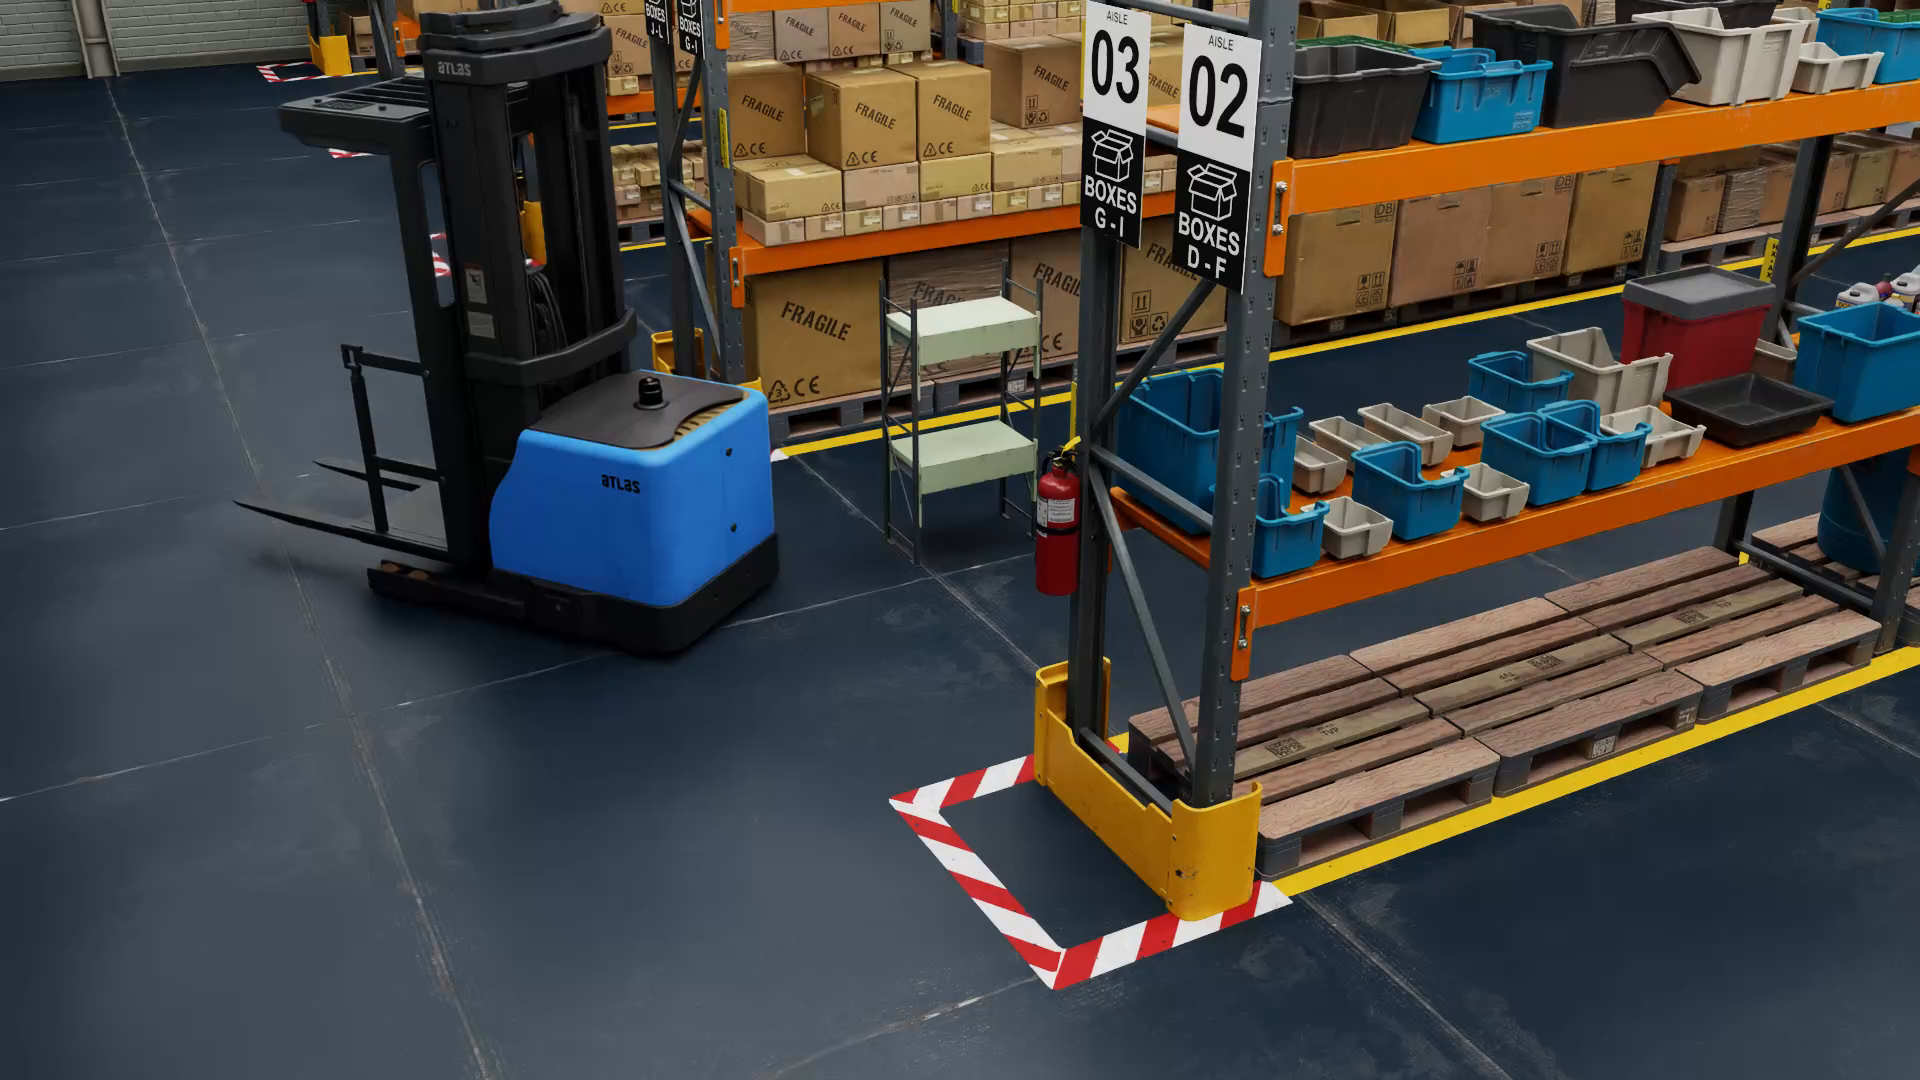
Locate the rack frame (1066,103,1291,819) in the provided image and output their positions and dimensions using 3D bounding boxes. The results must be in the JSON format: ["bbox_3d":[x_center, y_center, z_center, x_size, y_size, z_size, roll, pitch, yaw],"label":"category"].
[{"bbox_3d":[0.735,-0.174,6.146,0.127,3.000,1.000,-13,29,-25],"label":"rack frame"}]

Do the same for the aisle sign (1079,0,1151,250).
[{"bbox_3d":[0.534,-1.443,5.786,0.004,0.787,0.394,-13,29,-25],"label":"aisle sign"}]

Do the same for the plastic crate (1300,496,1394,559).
[{"bbox_3d":[1.430,-0.040,6.104,0.298,0.136,0.250,-13,29,-25],"label":"plastic crate"}]

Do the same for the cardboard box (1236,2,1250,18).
[{"bbox_3d":[2.780,-5.360,16.753,0.250,0.149,0.380,-13,29,-25],"label":"cardboard box"}]

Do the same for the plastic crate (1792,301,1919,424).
[{"bbox_3d":[4.013,-0.783,7.364,0.575,0.384,0.392,-13,29,-25],"label":"plastic crate"}]

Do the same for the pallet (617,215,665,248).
[{"bbox_3d":[-3.040,-2.891,15.027,1.213,0.211,1.003,-13,29,-25],"label":"pallet"}]

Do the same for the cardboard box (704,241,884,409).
[{"bbox_3d":[-1.069,-1.458,10.790,0.875,0.875,0.875,-13,29,-25],"label":"cardboard box"}]

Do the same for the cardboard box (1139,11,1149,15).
[{"bbox_3d":[1.626,-5.094,16.198,0.250,0.149,0.380,-14,29,-27],"label":"cardboard box"}]

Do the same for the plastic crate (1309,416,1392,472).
[{"bbox_3d":[1.632,-0.371,6.792,0.243,0.136,0.396,-13,29,-25],"label":"plastic crate"}]

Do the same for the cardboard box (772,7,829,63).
[{"bbox_3d":[-1.503,-4.562,14.826,0.500,0.500,0.500,-13,29,-25],"label":"cardboard box"}]

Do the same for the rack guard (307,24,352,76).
[{"bbox_3d":[-8.531,-6.634,22.489,0.348,0.500,1.175,-13,29,-25],"label":"rack guard"}]

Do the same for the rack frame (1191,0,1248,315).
[{"bbox_3d":[1.934,-2.880,11.783,0.127,3.000,1.000,-13,29,-25],"label":"rack frame"}]

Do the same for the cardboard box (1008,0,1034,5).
[{"bbox_3d":[0.496,-5.103,15.530,0.250,0.149,0.380,-12,28,-24],"label":"cardboard box"}]

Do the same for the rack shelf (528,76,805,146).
[{"bbox_3d":[-2.076,-4.063,15.078,4.000,0.370,1.077,-13,29,-25],"label":"rack shelf"}]

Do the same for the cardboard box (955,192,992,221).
[{"bbox_3d":[0.006,-2.161,10.576,0.250,0.149,0.380,-13,29,-26],"label":"cardboard box"}]

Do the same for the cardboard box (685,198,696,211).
[{"bbox_3d":[-2.542,-3.017,14.876,0.250,0.149,0.380,-13,28,-24],"label":"cardboard box"}]

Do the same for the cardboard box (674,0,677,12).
[{"bbox_3d":[-2.408,-4.803,14.173,0.500,0.500,0.500,-14,29,-26],"label":"cardboard box"}]

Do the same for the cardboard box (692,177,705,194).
[{"bbox_3d":[-2.348,-3.246,15.010,0.250,0.149,0.380,-14,29,-28],"label":"cardboard box"}]

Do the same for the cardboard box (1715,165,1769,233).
[{"bbox_3d":[6.528,-3.028,14.471,0.500,0.500,0.700,-16,30,-29],"label":"cardboard box"}]

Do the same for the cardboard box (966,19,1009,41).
[{"bbox_3d":[0.253,-4.776,15.536,0.250,0.149,0.380,-14,29,-28],"label":"cardboard box"}]

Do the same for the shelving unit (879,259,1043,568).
[{"bbox_3d":[0.006,-0.677,8.928,0.755,1.500,0.431,-13,29,-25],"label":"shelving unit"}]

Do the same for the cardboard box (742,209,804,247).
[{"bbox_3d":[-1.127,-1.898,10.029,0.250,0.149,0.380,-13,28,-25],"label":"cardboard box"}]

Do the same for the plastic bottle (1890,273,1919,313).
[{"bbox_3d":[4.782,-1.211,8.449,0.135,0.276,0.152,-13,29,-25],"label":"plastic bottle"}]

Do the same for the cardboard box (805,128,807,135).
[{"bbox_3d":[-1.403,-3.811,15.842,0.250,0.149,0.380,-14,29,-26],"label":"cardboard box"}]

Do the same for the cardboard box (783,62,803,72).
[{"bbox_3d":[-1.607,-4.267,14.962,0.250,0.149,0.380,-13,29,-26],"label":"cardboard box"}]

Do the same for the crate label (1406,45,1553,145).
[{"bbox_3d":[1.701,-1.524,5.664,0.502,0.251,0.408,-13,29,-25],"label":"crate label"}]

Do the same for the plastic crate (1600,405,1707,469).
[{"bbox_3d":[2.869,-0.427,6.909,0.466,0.136,0.293,-13,29,-25],"label":"plastic crate"}]

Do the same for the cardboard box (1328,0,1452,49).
[{"bbox_3d":[3.105,-3.646,12.104,0.637,0.503,0.797,-13,28,-25],"label":"cardboard box"}]

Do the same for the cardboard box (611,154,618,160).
[{"bbox_3d":[-3.244,-3.386,14.959,0.250,0.149,0.380,-12,28,-24],"label":"cardboard box"}]

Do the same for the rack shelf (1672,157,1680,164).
[{"bbox_3d":[7.228,-3.778,14.484,4.000,0.370,1.077,-13,29,-25],"label":"rack shelf"}]

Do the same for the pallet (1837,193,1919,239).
[{"bbox_3d":[8.306,-3.093,15.449,1.213,0.211,1.003,-13,29,-25],"label":"pallet"}]

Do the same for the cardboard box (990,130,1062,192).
[{"bbox_3d":[0.313,-2.444,10.705,0.500,0.250,0.500,-14,29,-26],"label":"cardboard box"}]

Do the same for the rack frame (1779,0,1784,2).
[{"bbox_3d":[10.277,-7.239,20.862,0.127,3.000,1.000,-13,29,-25],"label":"rack frame"}]

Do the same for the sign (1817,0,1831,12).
[{"bbox_3d":[4.007,-2.555,7.630,0.005,0.325,0.100,-13,29,-25],"label":"sign"}]

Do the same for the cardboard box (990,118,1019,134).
[{"bbox_3d":[0.061,-2.646,11.126,0.500,0.250,0.500,-13,29,-25],"label":"cardboard box"}]

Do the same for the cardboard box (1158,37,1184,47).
[{"bbox_3d":[1.654,-3.089,11.181,0.500,0.500,0.500,-12,28,-24],"label":"cardboard box"}]

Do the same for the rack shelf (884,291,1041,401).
[{"bbox_3d":[0.006,-1.029,8.759,0.720,0.370,0.431,-13,29,-25],"label":"rack shelf"}]

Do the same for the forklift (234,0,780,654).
[{"bbox_3d":[-2.506,-1.189,8.340,3.031,2.935,1.130,12,28,23],"label":"forklift"}]

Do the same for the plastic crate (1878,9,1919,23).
[{"bbox_3d":[4.033,-2.043,6.820,0.662,0.188,0.450,-13,29,-25],"label":"plastic crate"}]

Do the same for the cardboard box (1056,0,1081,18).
[{"bbox_3d":[0.937,-5.069,15.804,0.250,0.149,0.380,-14,29,-27],"label":"cardboard box"}]

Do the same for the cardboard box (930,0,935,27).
[{"bbox_3d":[-0.638,-6.422,21.130,0.875,0.875,0.875,-13,28,-24],"label":"cardboard box"}]

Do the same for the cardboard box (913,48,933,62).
[{"bbox_3d":[-0.453,-4.534,15.518,0.250,0.149,0.380,-13,29,-26],"label":"cardboard box"}]

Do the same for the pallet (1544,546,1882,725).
[{"bbox_3d":[3.634,0.433,8.104,1.213,0.211,1.003,-13,29,-25],"label":"pallet"}]

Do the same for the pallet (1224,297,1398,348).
[{"bbox_3d":[2.579,-1.809,12.774,1.213,0.211,1.003,-13,29,-25],"label":"pallet"}]

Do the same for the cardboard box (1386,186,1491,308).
[{"bbox_3d":[3.277,-2.432,12.819,0.875,0.875,1.225,-14,29,-27],"label":"cardboard box"}]

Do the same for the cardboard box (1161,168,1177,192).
[{"bbox_3d":[1.365,-2.475,11.229,0.250,0.149,0.380,-14,29,-26],"label":"cardboard box"}]

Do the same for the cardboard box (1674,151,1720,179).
[{"bbox_3d":[6.040,-3.252,14.071,0.500,0.250,0.500,-12,28,-23],"label":"cardboard box"}]
